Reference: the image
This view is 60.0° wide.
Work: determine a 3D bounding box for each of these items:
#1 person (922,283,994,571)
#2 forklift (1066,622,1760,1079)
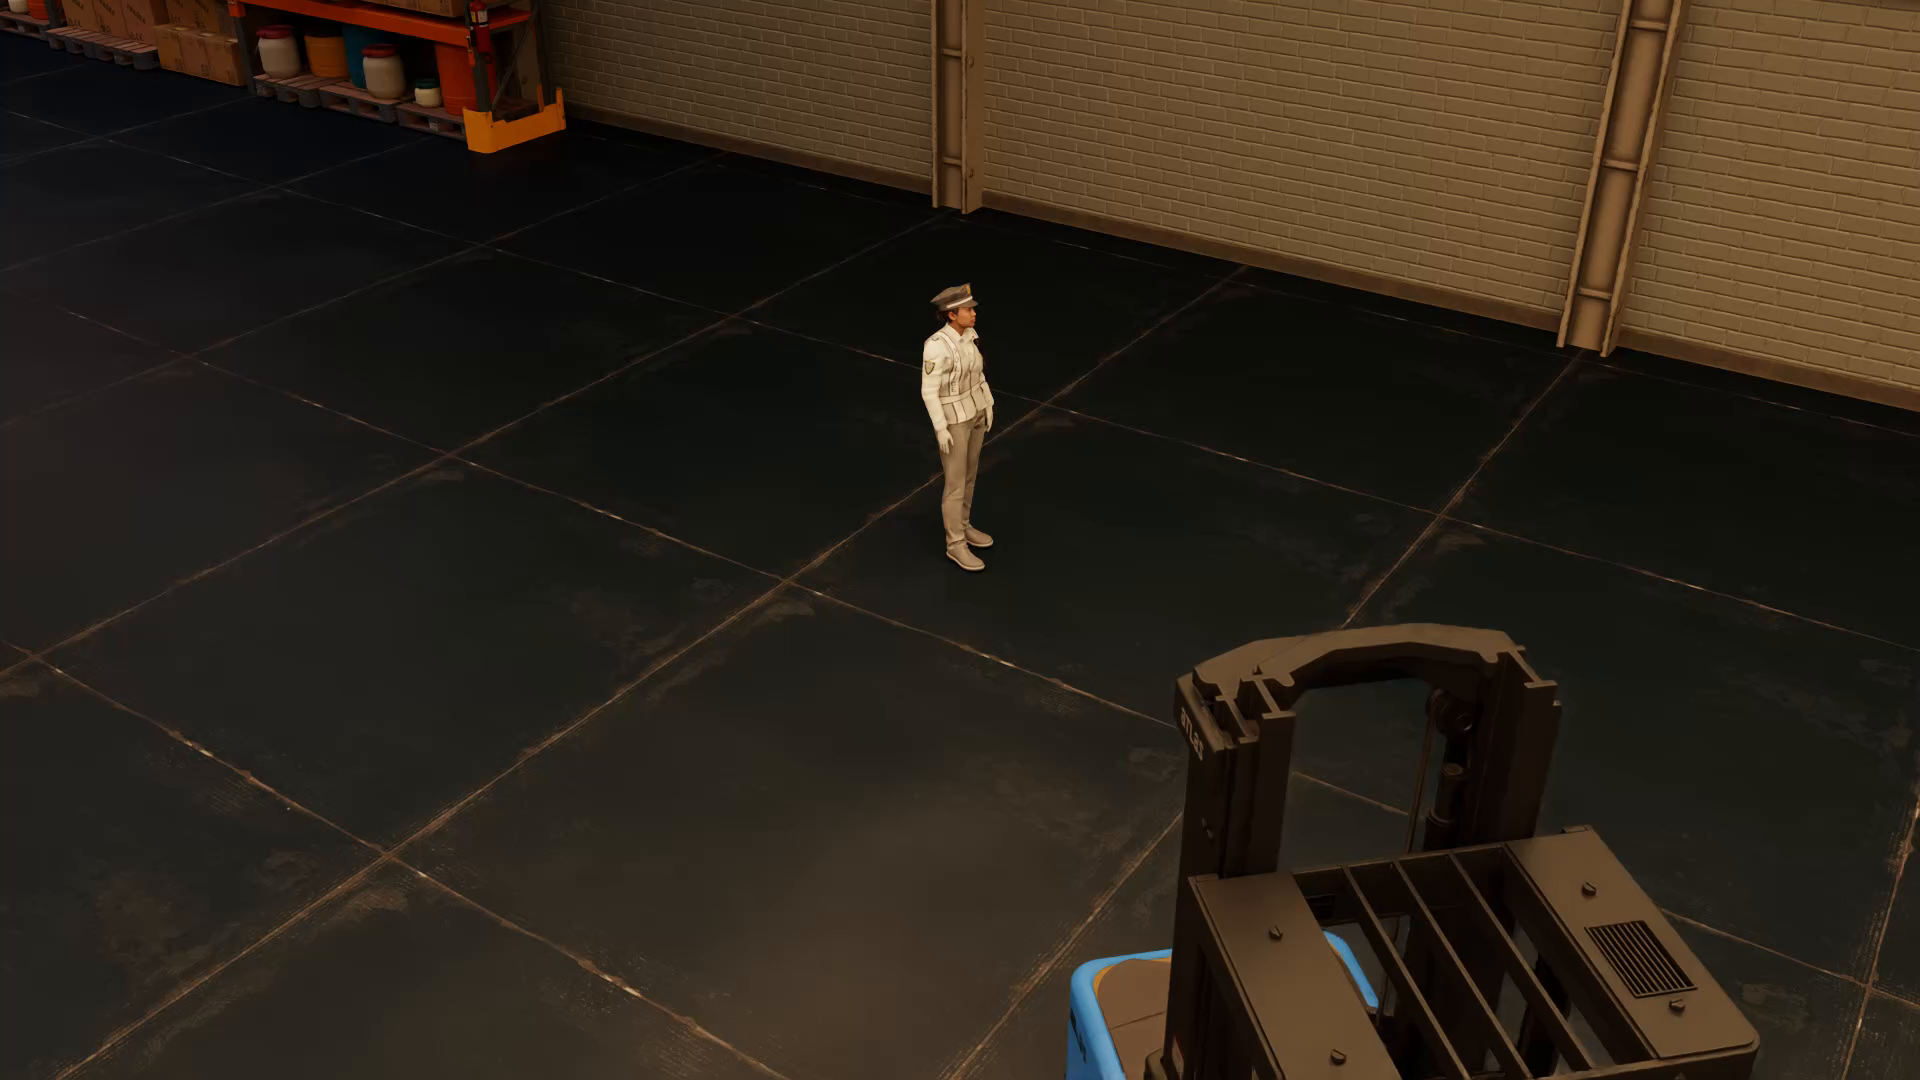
[{"bbox_3d":[0.053,-0.717,10.033,0.530,1.694,0.586,19,35,29],"label":"person"},{"bbox_3d":[1.150,1.819,4.448,1.130,2.935,3.031,-5,31,-9],"label":"forklift"}]
